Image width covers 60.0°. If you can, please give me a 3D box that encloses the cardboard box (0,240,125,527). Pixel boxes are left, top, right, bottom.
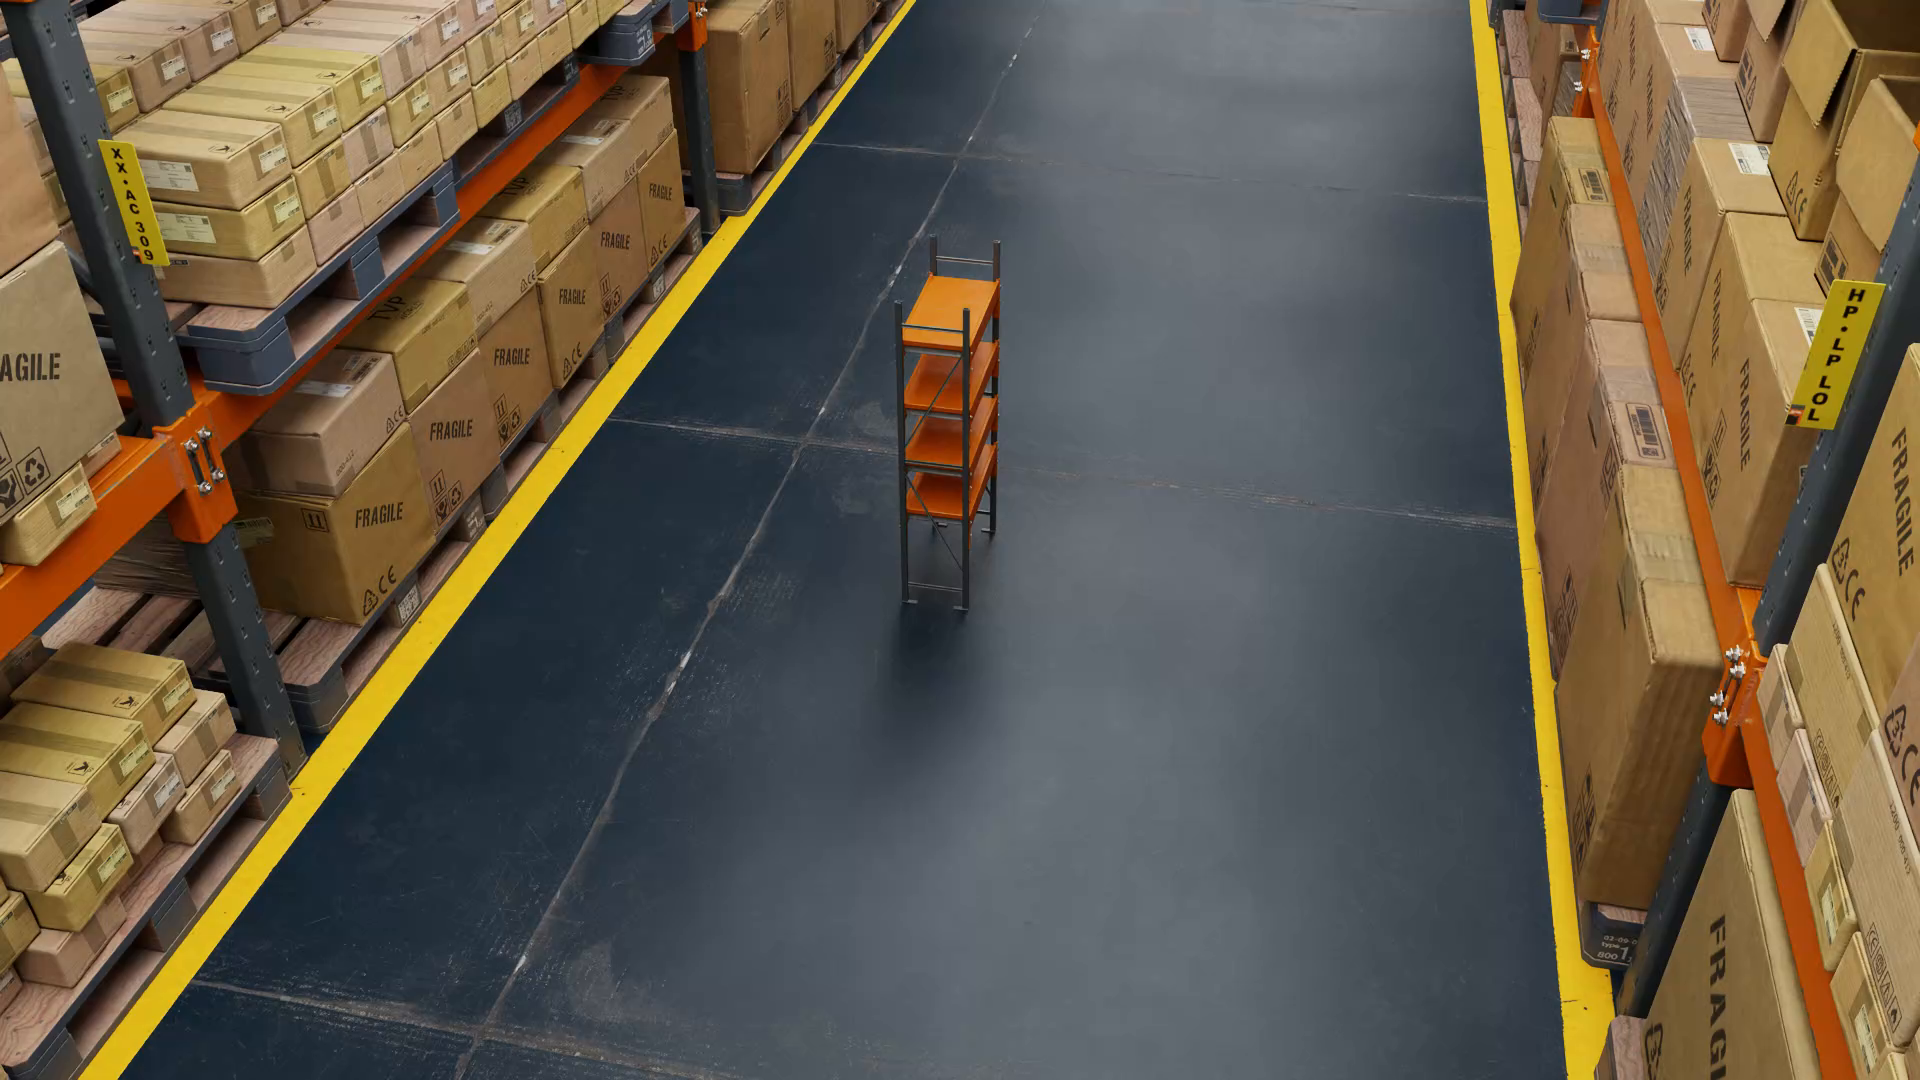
[{"bbox_3d":[-2.396,-0.389,3.892,0.500,0.500,0.500,7,37,10],"label":"cardboard box"}]

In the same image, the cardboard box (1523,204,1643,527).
[{"bbox_3d":[2.744,-0.561,5.921,1.225,0.875,0.875,7,37,10],"label":"cardboard box"}]

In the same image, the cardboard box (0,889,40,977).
[{"bbox_3d":[-2.561,0.987,4.150,0.380,0.149,0.250,8,37,10],"label":"cardboard box"}]

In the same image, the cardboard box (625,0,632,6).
[{"bbox_3d":[-1.480,-2.273,6.686,0.380,0.149,0.250,8,37,11],"label":"cardboard box"}]

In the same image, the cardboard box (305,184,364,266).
[{"bbox_3d":[-1.982,-0.937,4.843,0.380,0.149,0.250,8,37,11],"label":"cardboard box"}]

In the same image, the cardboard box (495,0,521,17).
[{"bbox_3d":[-1.706,-1.915,5.685,0.380,0.149,0.250,8,37,11],"label":"cardboard box"}]

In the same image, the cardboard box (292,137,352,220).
[{"bbox_3d":[-1.982,-1.047,4.741,0.380,0.149,0.250,7,36,9],"label":"cardboard box"}]

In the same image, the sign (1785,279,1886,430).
[{"bbox_3d":[1.723,-0.361,3.272,0.100,0.325,0.005,7,37,10],"label":"sign"}]

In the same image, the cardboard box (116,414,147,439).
[{"bbox_3d":[-2.657,-0.461,5.464,0.500,0.250,0.500,6,36,9],"label":"cardboard box"}]

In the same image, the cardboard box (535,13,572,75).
[{"bbox_3d":[-1.650,-1.828,6.072,0.380,0.149,0.250,8,37,11],"label":"cardboard box"}]

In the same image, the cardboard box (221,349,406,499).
[{"bbox_3d":[-2.153,-0.393,5.370,0.500,0.250,0.500,6,36,8],"label":"cardboard box"}]

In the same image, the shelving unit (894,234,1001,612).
[{"bbox_3d":[-0.035,-0.391,5.767,0.258,1.200,0.503,7,37,10],"label":"shelving unit"}]

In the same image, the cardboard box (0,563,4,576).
[{"bbox_3d":[-2.465,0.061,3.824,0.380,0.149,0.250,9,37,12],"label":"cardboard box"}]

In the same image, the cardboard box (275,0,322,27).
[{"bbox_3d":[-2.395,-1.852,5.599,0.380,0.149,0.250,6,36,8],"label":"cardboard box"}]

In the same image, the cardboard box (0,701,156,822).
[{"bbox_3d":[-2.407,0.590,4.444,0.380,0.149,0.250,8,37,11],"label":"cardboard box"}]

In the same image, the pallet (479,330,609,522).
[{"bbox_3d":[-2.146,-0.560,6.843,1.003,0.211,1.213,7,37,10],"label":"pallet"}]

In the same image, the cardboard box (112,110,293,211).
[{"bbox_3d":[-2.036,-1.019,4.449,0.380,0.149,0.250,9,37,12],"label":"cardboard box"}]

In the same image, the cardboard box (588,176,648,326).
[{"bbox_3d":[-1.714,-1.285,7.239,0.500,0.500,0.500,9,37,12],"label":"cardboard box"}]

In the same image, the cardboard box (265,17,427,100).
[{"bbox_3d":[-1.869,-1.469,5.070,0.380,0.149,0.250,7,36,9],"label":"cardboard box"}]

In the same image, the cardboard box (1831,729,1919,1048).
[{"bbox_3d":[1.788,0.600,2.741,0.500,0.250,0.500,7,37,10],"label":"cardboard box"}]

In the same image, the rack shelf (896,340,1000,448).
[{"bbox_3d":[-0.035,-0.518,5.675,0.258,0.148,0.480,7,37,10],"label":"rack shelf"}]

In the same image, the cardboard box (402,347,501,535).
[{"bbox_3d":[-2.041,-0.393,6.008,0.500,0.500,0.500,9,37,12],"label":"cardboard box"}]

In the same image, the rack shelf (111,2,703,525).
[{"bbox_3d":[-2.142,-1.396,6.234,1.077,0.370,4.000,7,37,10],"label":"rack shelf"}]

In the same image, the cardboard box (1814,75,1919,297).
[{"bbox_3d":[2.383,-0.675,3.686,0.797,0.503,0.637,6,36,9],"label":"cardboard box"}]

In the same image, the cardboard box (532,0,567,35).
[{"bbox_3d":[-1.649,-1.943,5.978,0.380,0.149,0.250,8,37,11],"label":"cardboard box"}]

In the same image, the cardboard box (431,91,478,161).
[{"bbox_3d":[-1.816,-1.370,5.440,0.380,0.149,0.250,6,36,8],"label":"cardboard box"}]

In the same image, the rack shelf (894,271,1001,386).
[{"bbox_3d":[-0.035,-0.709,5.536,0.258,0.148,0.480,7,37,10],"label":"rack shelf"}]

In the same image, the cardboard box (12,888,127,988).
[{"bbox_3d":[-2.450,1.009,4.374,0.380,0.149,0.250,6,36,8],"label":"cardboard box"}]

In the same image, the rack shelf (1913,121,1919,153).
[{"bbox_3d":[2.682,-1.931,4.416,1.077,0.370,4.000,7,37,10],"label":"rack shelf"}]

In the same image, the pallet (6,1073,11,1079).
[{"bbox_3d":[-2.936,1.679,3.754,1.003,0.211,1.213,7,37,10],"label":"pallet"}]

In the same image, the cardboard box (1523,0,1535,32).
[{"bbox_3d":[3.812,-3.265,9.953,0.700,0.500,0.500,5,36,6],"label":"cardboard box"}]

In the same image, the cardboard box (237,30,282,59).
[{"bbox_3d":[-2.455,-1.582,5.480,0.380,0.149,0.250,6,36,8],"label":"cardboard box"}]

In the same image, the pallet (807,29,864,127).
[{"bbox_3d":[-1.210,-2.845,9.996,1.003,0.211,1.213,7,37,10],"label":"pallet"}]

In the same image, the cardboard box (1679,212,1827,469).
[{"bbox_3d":[2.200,-0.487,4.281,0.500,0.500,0.500,8,37,11],"label":"cardboard box"}]

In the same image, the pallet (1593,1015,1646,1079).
[{"bbox_3d":[2.016,1.694,3.733,1.003,0.211,1.213,7,37,10],"label":"pallet"}]

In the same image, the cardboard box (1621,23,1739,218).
[{"bbox_3d":[2.526,-1.361,5.486,0.500,0.500,0.500,7,36,9],"label":"cardboard box"}]

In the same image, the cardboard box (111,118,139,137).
[{"bbox_3d":[-2.622,-1.134,4.861,0.380,0.149,0.250,8,37,10],"label":"cardboard box"}]

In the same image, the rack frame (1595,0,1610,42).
[{"bbox_3d":[3.109,-2.155,6.667,1.000,3.000,0.127,7,37,10],"label":"rack frame"}]

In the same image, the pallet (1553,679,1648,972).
[{"bbox_3d":[2.346,0.816,4.945,1.003,0.211,1.213,7,37,10],"label":"pallet"}]

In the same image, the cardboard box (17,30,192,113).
[{"bbox_3d":[-2.560,-1.407,4.984,0.380,0.149,0.250,6,36,8],"label":"cardboard box"}]

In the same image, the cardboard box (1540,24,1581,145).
[{"bbox_3d":[3.453,-2.353,8.695,0.700,0.500,0.500,10,37,14],"label":"cardboard box"}]

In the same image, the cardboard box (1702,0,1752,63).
[{"bbox_3d":[2.795,-1.811,5.253,0.797,0.503,0.637,8,37,11],"label":"cardboard box"}]

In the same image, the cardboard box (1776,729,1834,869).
[{"bbox_3d":[1.811,0.519,3.192,0.380,0.149,0.250,6,36,8],"label":"cardboard box"}]

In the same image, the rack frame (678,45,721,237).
[{"bbox_3d":[-1.715,-2.834,7.605,1.000,3.000,0.127,7,37,10],"label":"rack frame"}]

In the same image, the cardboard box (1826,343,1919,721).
[{"bbox_3d":[1.903,0.018,2.905,0.500,0.500,0.500,7,37,10],"label":"cardboard box"}]

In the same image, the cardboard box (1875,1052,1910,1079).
[{"bbox_3d":[1.646,0.968,2.573,0.380,0.149,0.250,7,36,9],"label":"cardboard box"}]

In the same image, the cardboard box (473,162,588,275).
[{"bbox_3d":[-1.826,-1.291,6.608,0.500,0.250,0.500,8,37,11],"label":"cardboard box"}]

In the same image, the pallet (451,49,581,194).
[{"bbox_3d":[-2.097,-1.617,6.088,1.003,0.211,1.213,7,37,10],"label":"pallet"}]

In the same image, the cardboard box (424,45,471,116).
[{"bbox_3d":[-1.817,-1.499,5.365,0.380,0.149,0.250,9,37,12],"label":"cardboard box"}]

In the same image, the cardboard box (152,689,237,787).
[{"bbox_3d":[-2.326,0.543,4.763,0.380,0.149,0.250,8,37,11],"label":"cardboard box"}]

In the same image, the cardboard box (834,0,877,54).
[{"bbox_3d":[-1.115,-3.467,10.037,1.050,0.750,0.750,7,37,10],"label":"cardboard box"}]

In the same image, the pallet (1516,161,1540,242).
[{"bbox_3d":[3.278,-1.473,8.103,1.003,0.211,1.213,7,37,10],"label":"pallet"}]

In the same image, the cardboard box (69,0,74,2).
[{"bbox_3d":[-6.124,-3.684,10.658,0.950,0.372,0.625,8,37,12],"label":"cardboard box"}]
